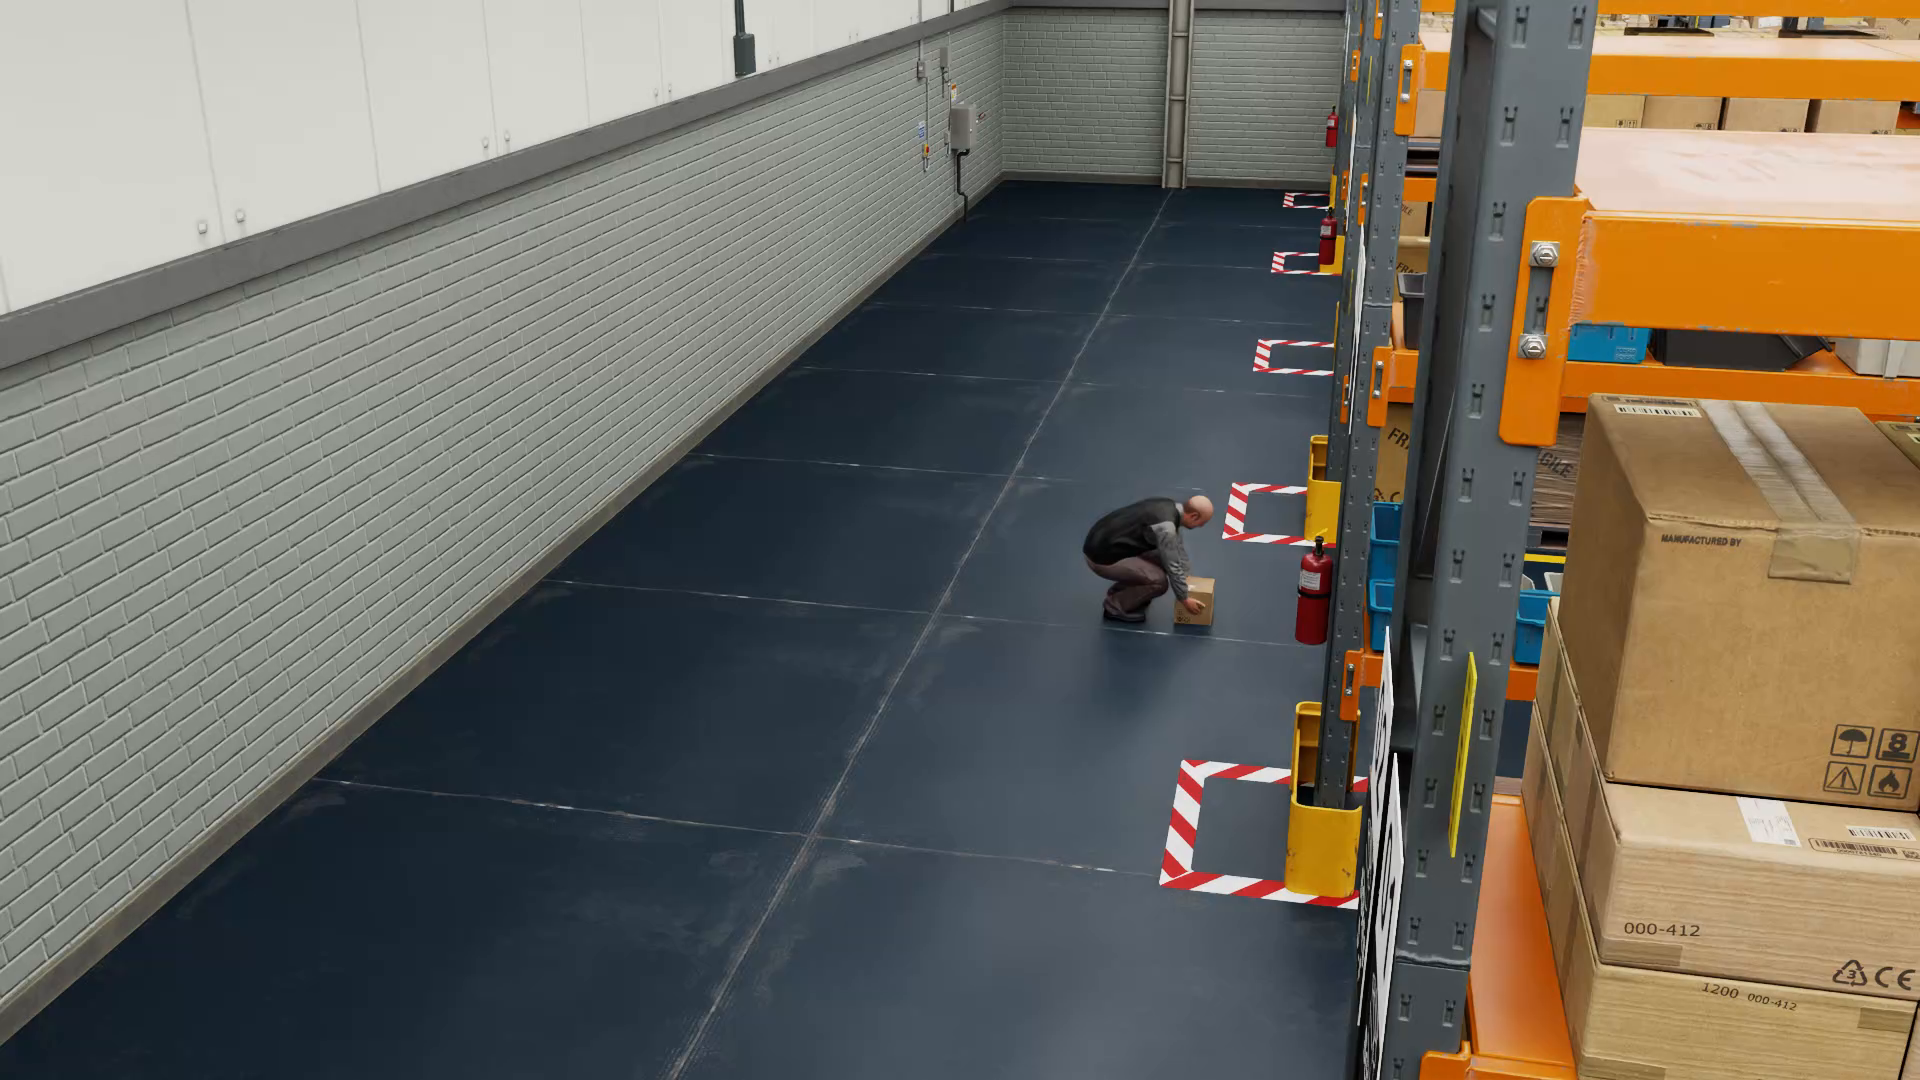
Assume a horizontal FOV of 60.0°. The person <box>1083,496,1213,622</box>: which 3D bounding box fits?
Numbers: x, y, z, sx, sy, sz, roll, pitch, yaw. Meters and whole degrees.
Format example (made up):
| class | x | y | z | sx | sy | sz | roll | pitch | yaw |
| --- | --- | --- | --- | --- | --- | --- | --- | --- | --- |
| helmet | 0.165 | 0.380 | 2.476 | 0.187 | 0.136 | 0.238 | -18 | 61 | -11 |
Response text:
| class | x | y | z | sx | sy | sz | roll | pitch | yaw |
| --- | --- | --- | --- | --- | --- | --- | --- | --- | --- |
| person | 1.296 | 0.101 | 11.528 | 0.871 | 0.876 | 0.534 | 4 | 22 | 11 |
